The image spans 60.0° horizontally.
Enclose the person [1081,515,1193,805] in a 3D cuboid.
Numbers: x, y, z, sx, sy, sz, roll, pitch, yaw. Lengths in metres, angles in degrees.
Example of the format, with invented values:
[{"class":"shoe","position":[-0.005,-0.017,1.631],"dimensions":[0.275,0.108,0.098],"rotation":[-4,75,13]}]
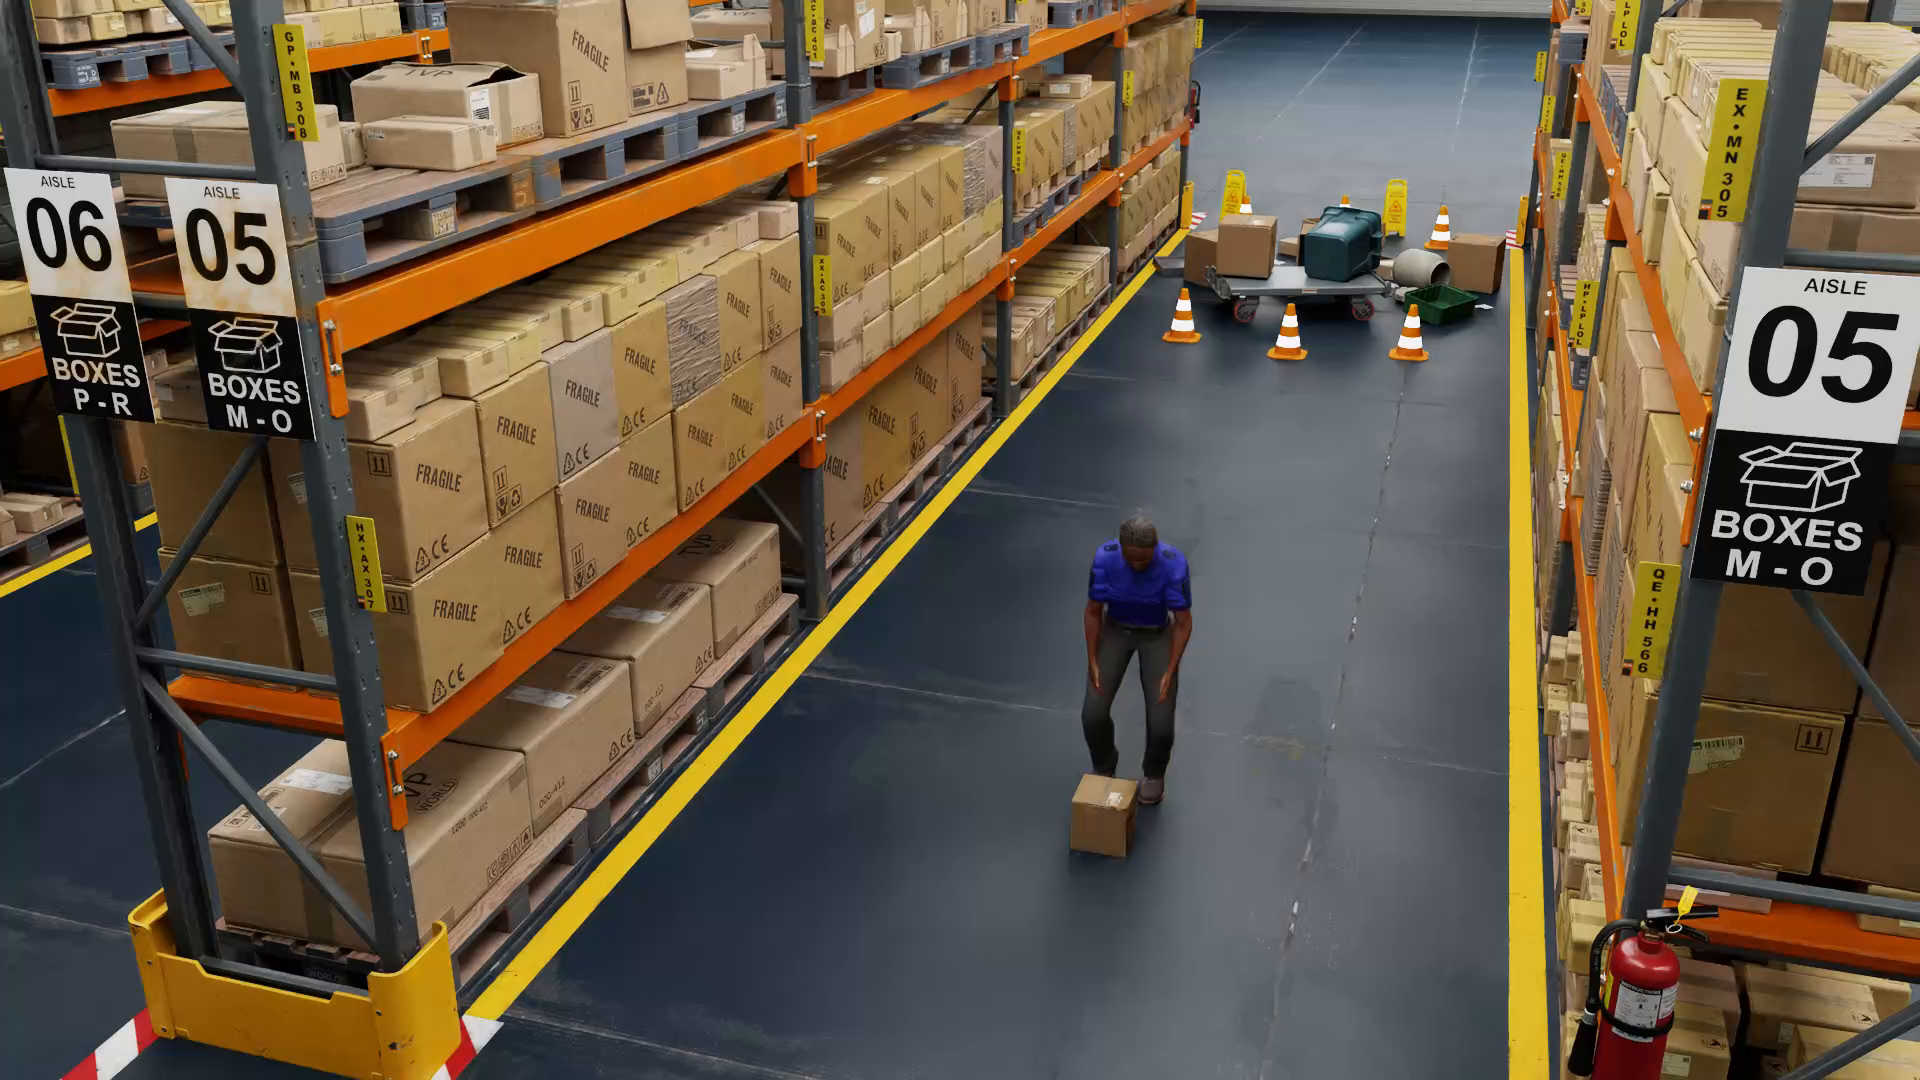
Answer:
[{"class":"person","position":[0.818,0.516,7.598],"dimensions":[0.490,1.465,0.555],"rotation":[7,23,16]}]
